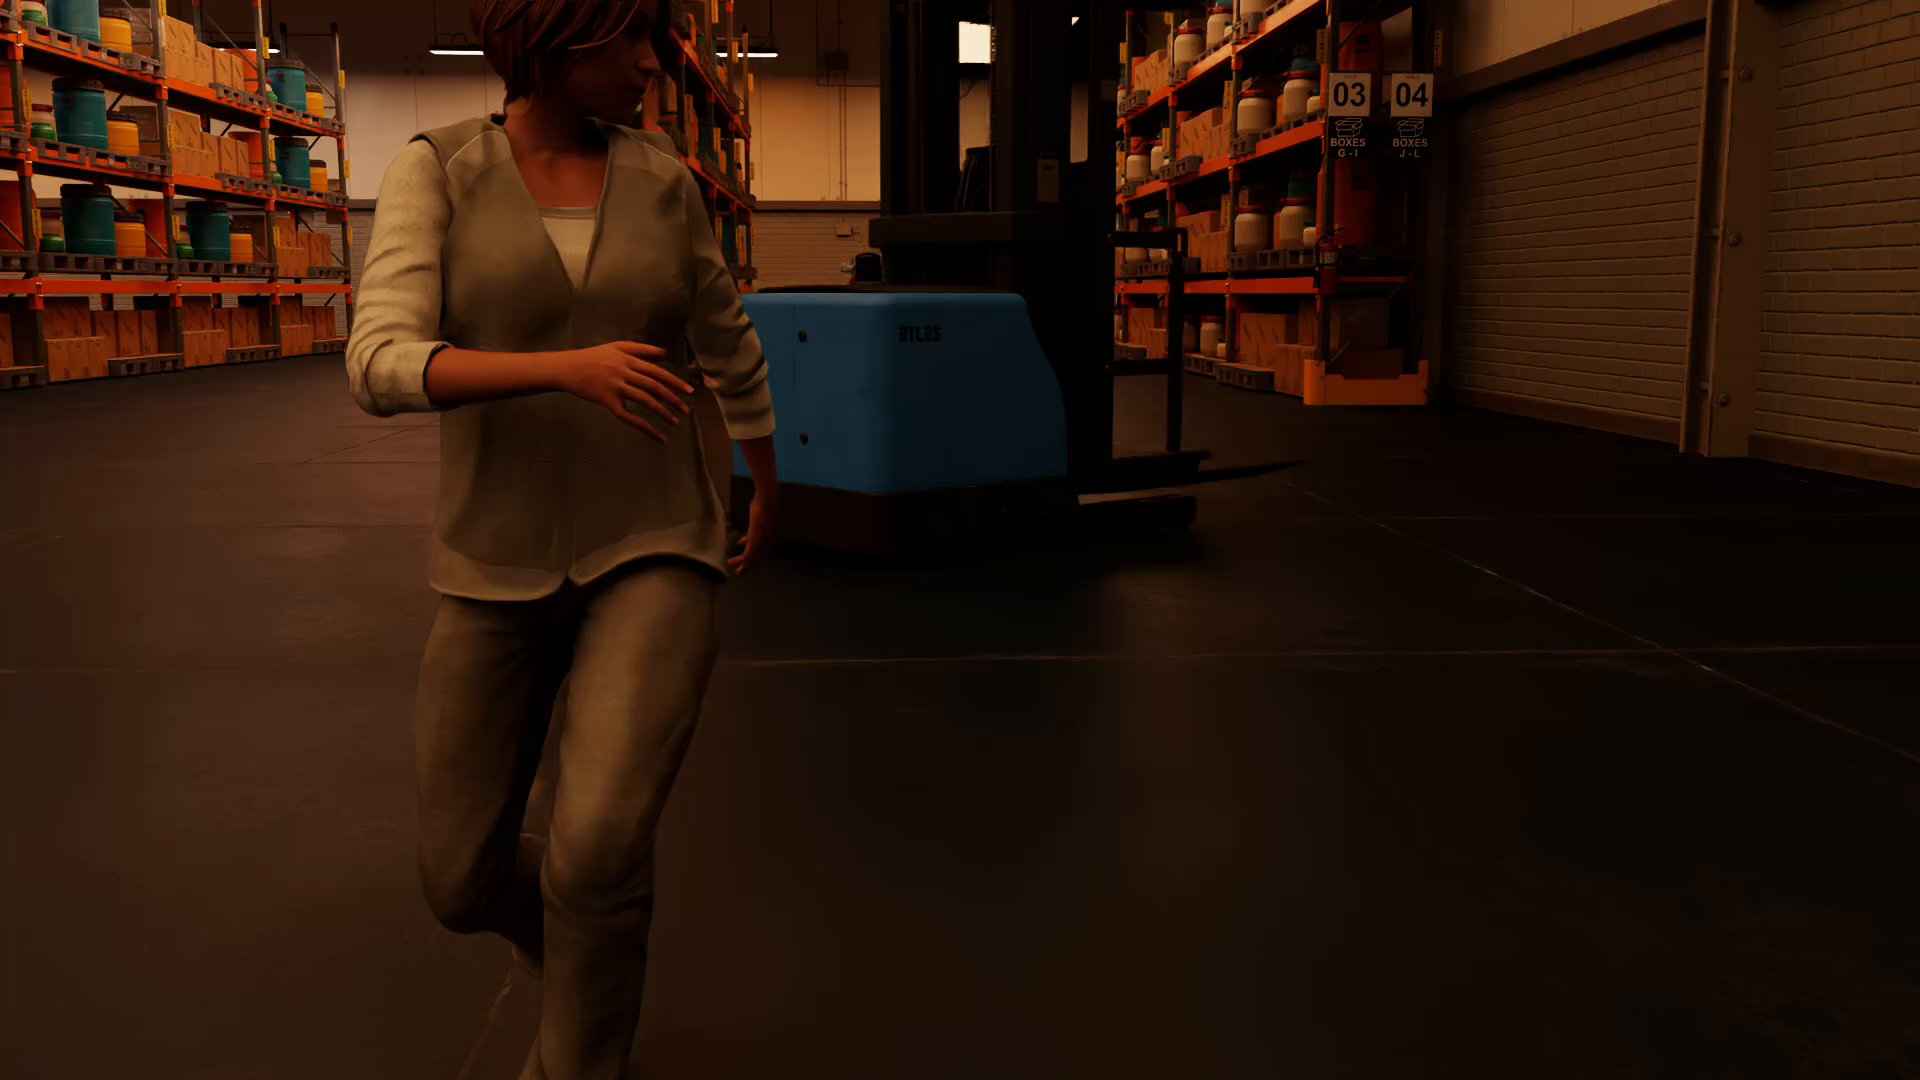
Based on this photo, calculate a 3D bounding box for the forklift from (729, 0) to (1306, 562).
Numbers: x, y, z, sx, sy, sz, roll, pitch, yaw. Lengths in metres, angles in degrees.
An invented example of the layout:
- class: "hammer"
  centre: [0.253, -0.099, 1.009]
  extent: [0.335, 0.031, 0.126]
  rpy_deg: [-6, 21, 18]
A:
- class: "forklift"
  centre: [0.439, -1.520, 7.566]
  extent: [3.031, 2.935, 1.130]
  rpy_deg: [-8, 11, -42]

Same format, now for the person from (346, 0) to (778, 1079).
- class: "person"
  centre: [-0.452, 0.036, 1.998]
  extent: [0.451, 1.516, 0.765]
  rpy_deg: [-1, 8, -4]
